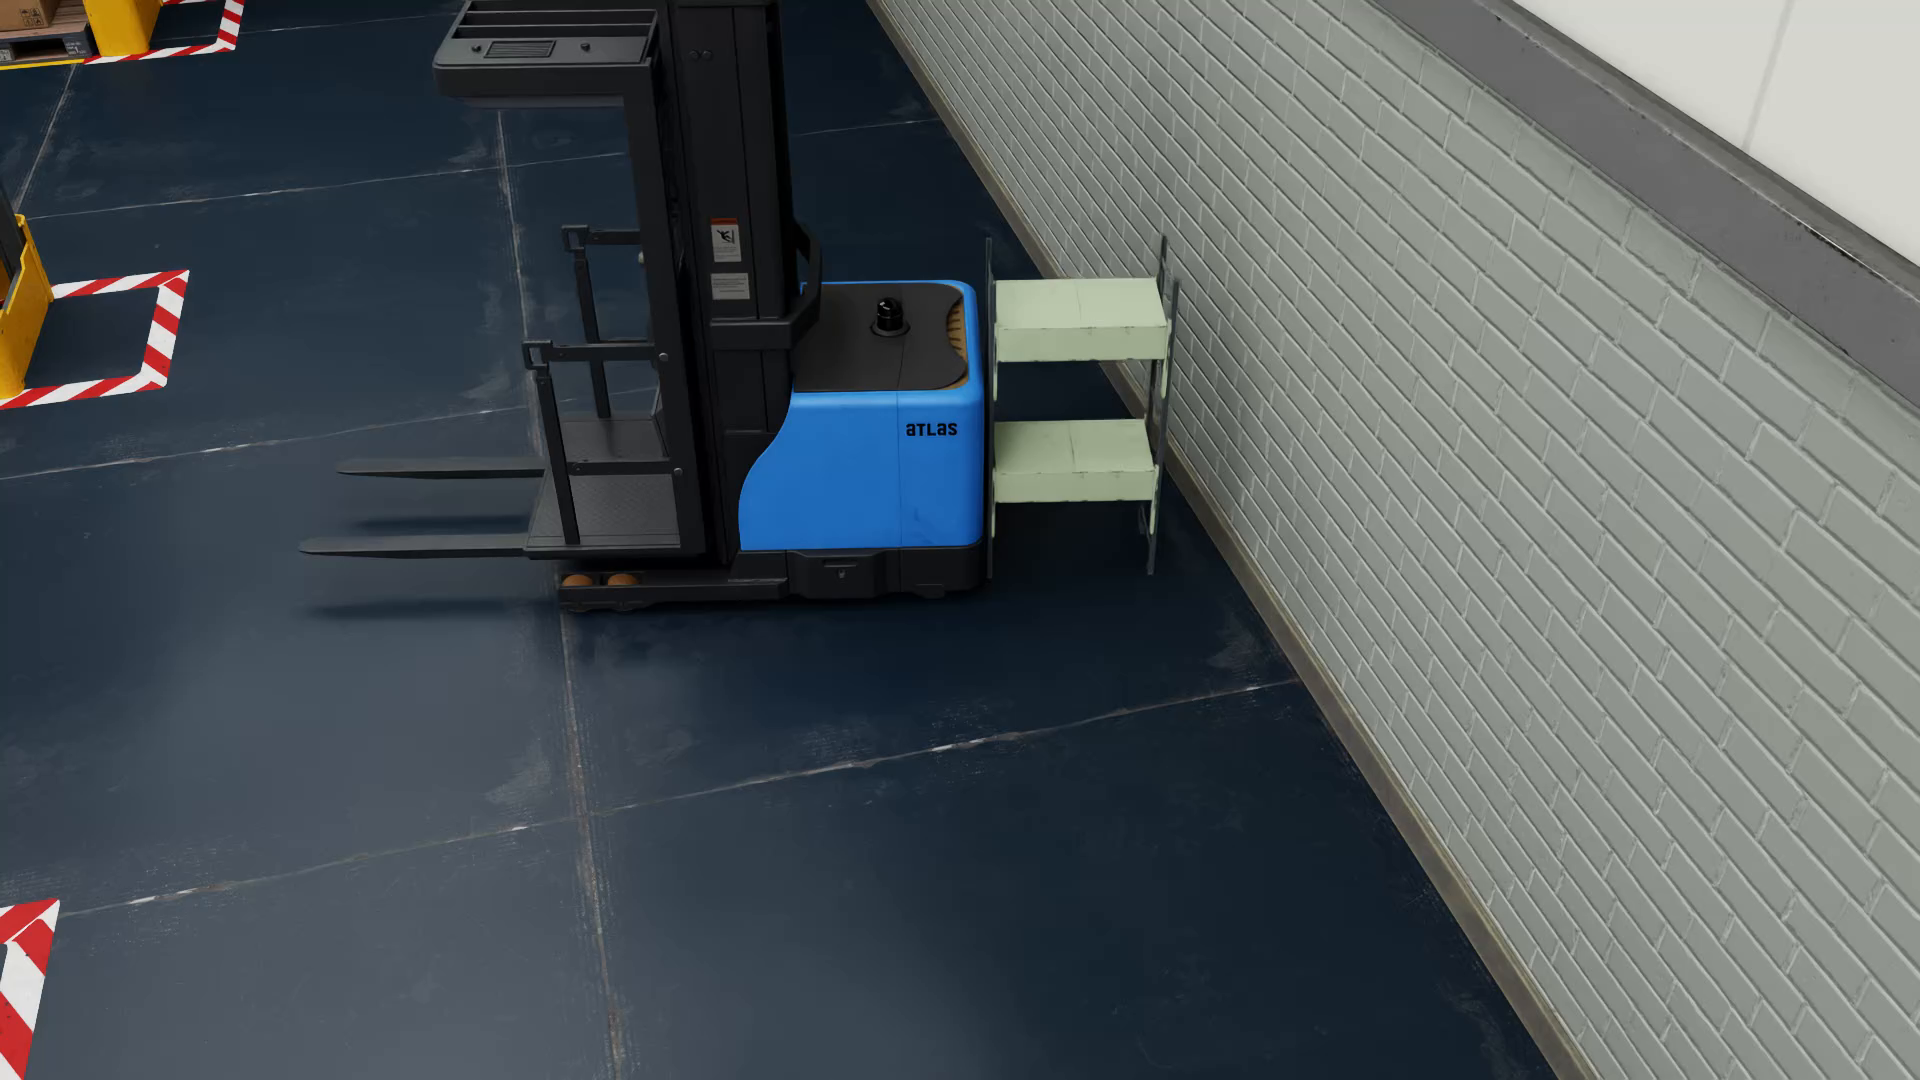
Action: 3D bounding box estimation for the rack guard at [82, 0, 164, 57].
[{"bbox_3d":[-6.447,-4.186,12.811,0.348,0.500,1.175,-9,38,-12],"label":"rack guard"}]

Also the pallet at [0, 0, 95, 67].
[{"bbox_3d":[-7.222,-3.895,12.668,1.213,0.211,1.003,-9,38,-12],"label":"pallet"}]

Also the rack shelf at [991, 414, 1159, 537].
[{"bbox_3d":[0.492,-0.290,7.432,0.720,0.370,0.431,-1,37,-1],"label":"rack shelf"}]

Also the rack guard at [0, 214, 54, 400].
[{"bbox_3d":[-5.249,-1.265,8.993,0.348,0.500,1.175,-9,38,-12],"label":"rack guard"}]

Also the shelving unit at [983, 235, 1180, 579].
[{"bbox_3d":[0.492,-0.549,7.234,0.755,1.500,0.431,-1,37,-1],"label":"shelving unit"}]

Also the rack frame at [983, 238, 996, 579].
[{"bbox_3d":[0.127,-0.542,7.224,0.023,1.500,0.400,-1,37,-1],"label":"rack frame"}]

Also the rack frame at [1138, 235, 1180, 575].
[{"bbox_3d":[0.858,-0.556,7.243,0.023,1.500,0.400,-1,37,-1],"label":"rack frame"}]

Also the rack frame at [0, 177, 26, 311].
[{"bbox_3d":[-5.176,-2.270,8.249,0.127,3.000,1.000,-9,38,-12],"label":"rack frame"}]

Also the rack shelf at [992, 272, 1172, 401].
[{"bbox_3d":[0.492,-0.859,6.996,0.720,0.370,0.431,-1,37,-1],"label":"rack shelf"}]

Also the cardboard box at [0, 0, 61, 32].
[{"bbox_3d":[-7.120,-4.180,12.457,0.500,0.500,0.700,-9,38,-12],"label":"cardboard box"}]

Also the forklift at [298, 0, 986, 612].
[{"bbox_3d":[-1.414,-1.174,6.872,3.031,2.935,1.130,-1,37,-1],"label":"forklift"}]
